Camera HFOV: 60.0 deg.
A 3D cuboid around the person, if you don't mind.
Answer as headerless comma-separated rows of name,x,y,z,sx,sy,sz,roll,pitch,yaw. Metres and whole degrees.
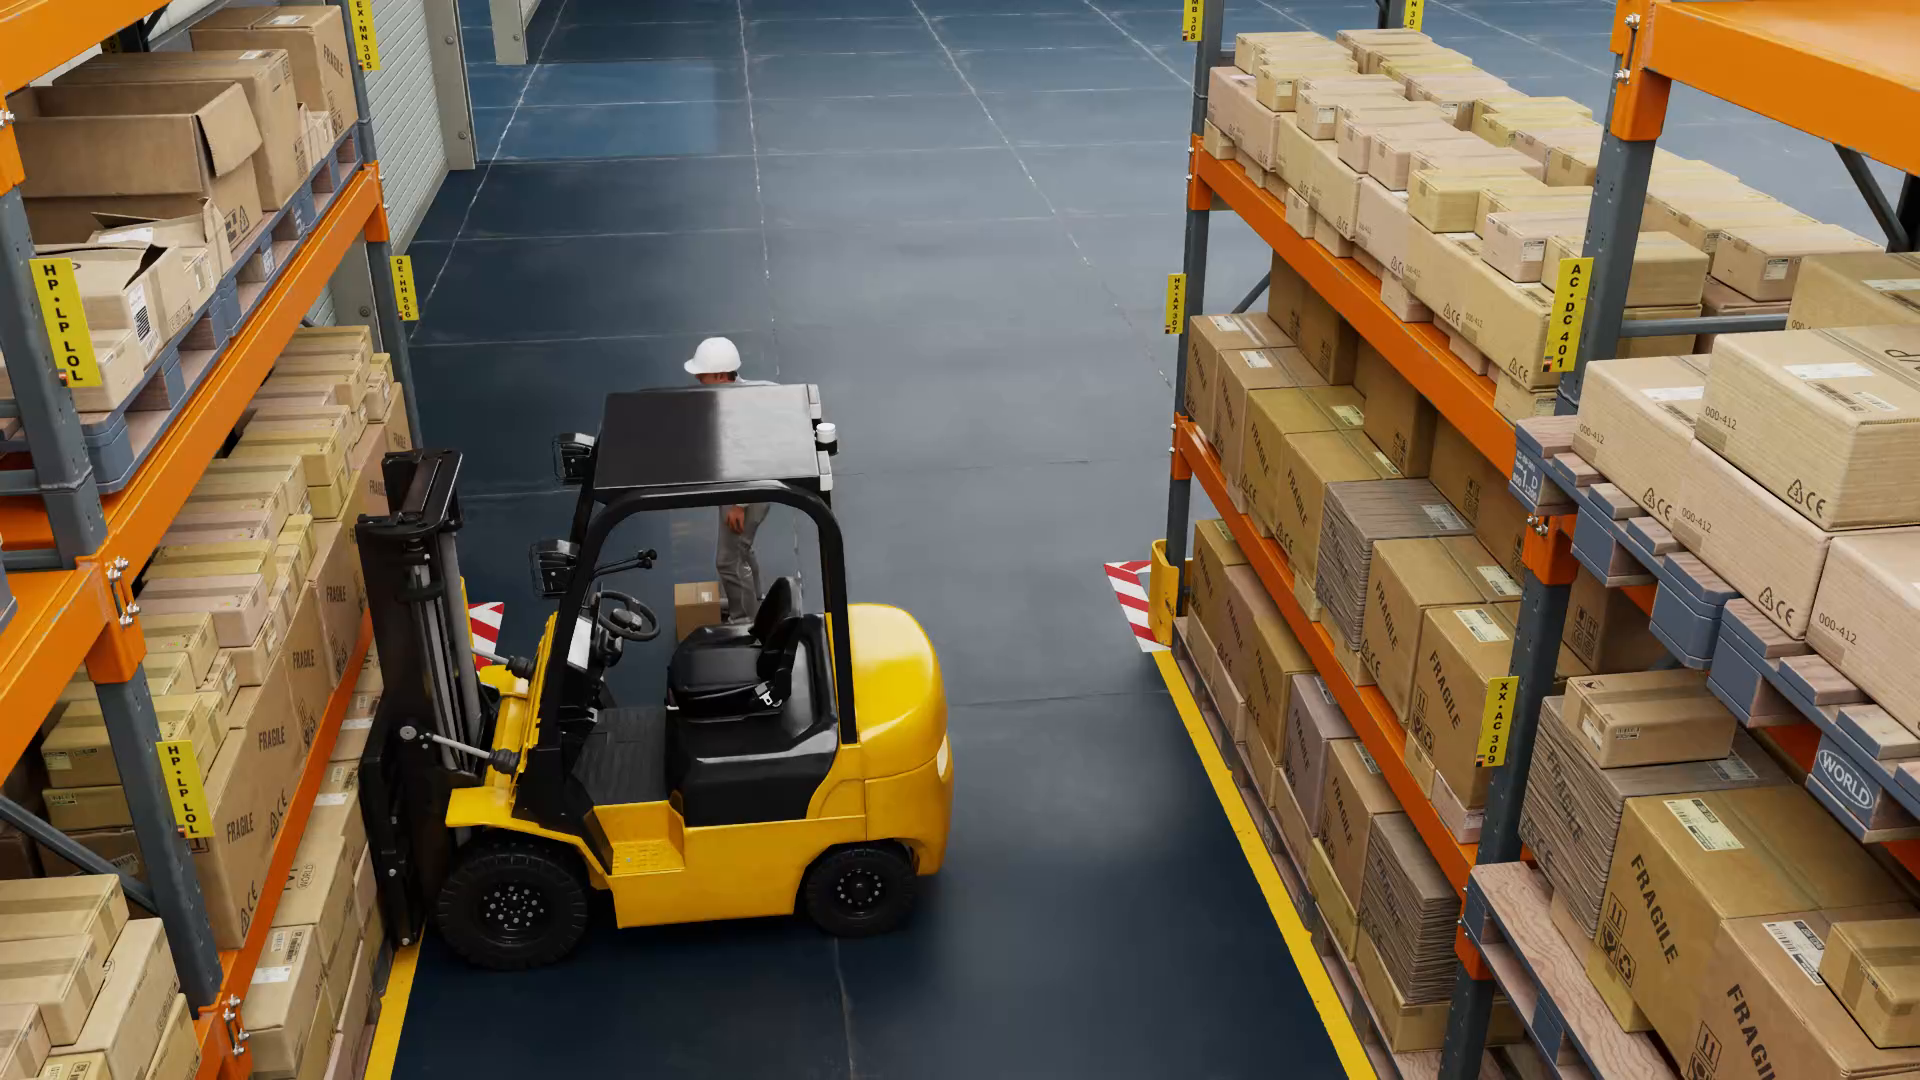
person,-1.234,-0.283,9.146,0.476,1.770,0.591,-5,27,-10
